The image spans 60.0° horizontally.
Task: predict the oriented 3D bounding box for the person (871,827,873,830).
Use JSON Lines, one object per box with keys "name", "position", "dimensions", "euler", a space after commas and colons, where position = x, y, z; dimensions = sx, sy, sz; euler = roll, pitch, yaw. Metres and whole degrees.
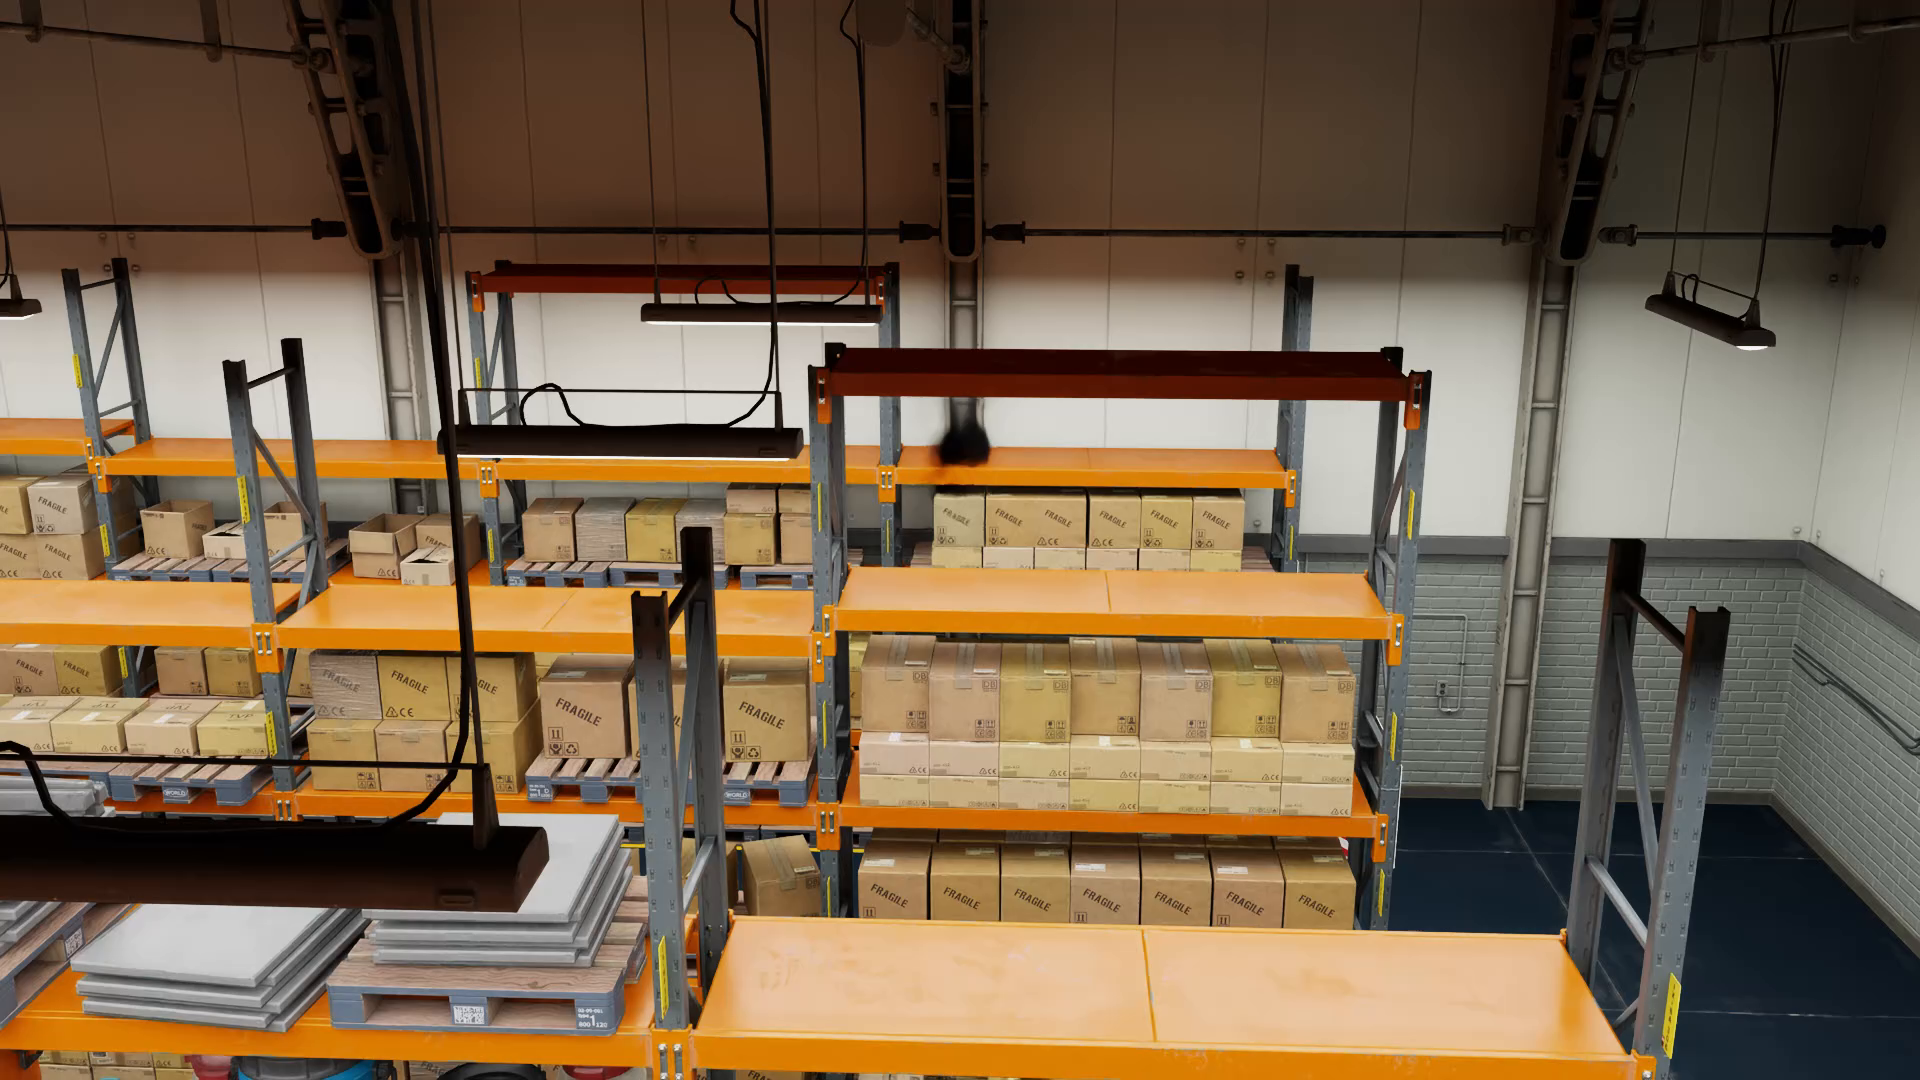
{"name": "person", "position": [-0.468, 3.195, 14.465], "dimensions": [0.692, 1.722, 0.646], "euler": [7, 17, 22]}
